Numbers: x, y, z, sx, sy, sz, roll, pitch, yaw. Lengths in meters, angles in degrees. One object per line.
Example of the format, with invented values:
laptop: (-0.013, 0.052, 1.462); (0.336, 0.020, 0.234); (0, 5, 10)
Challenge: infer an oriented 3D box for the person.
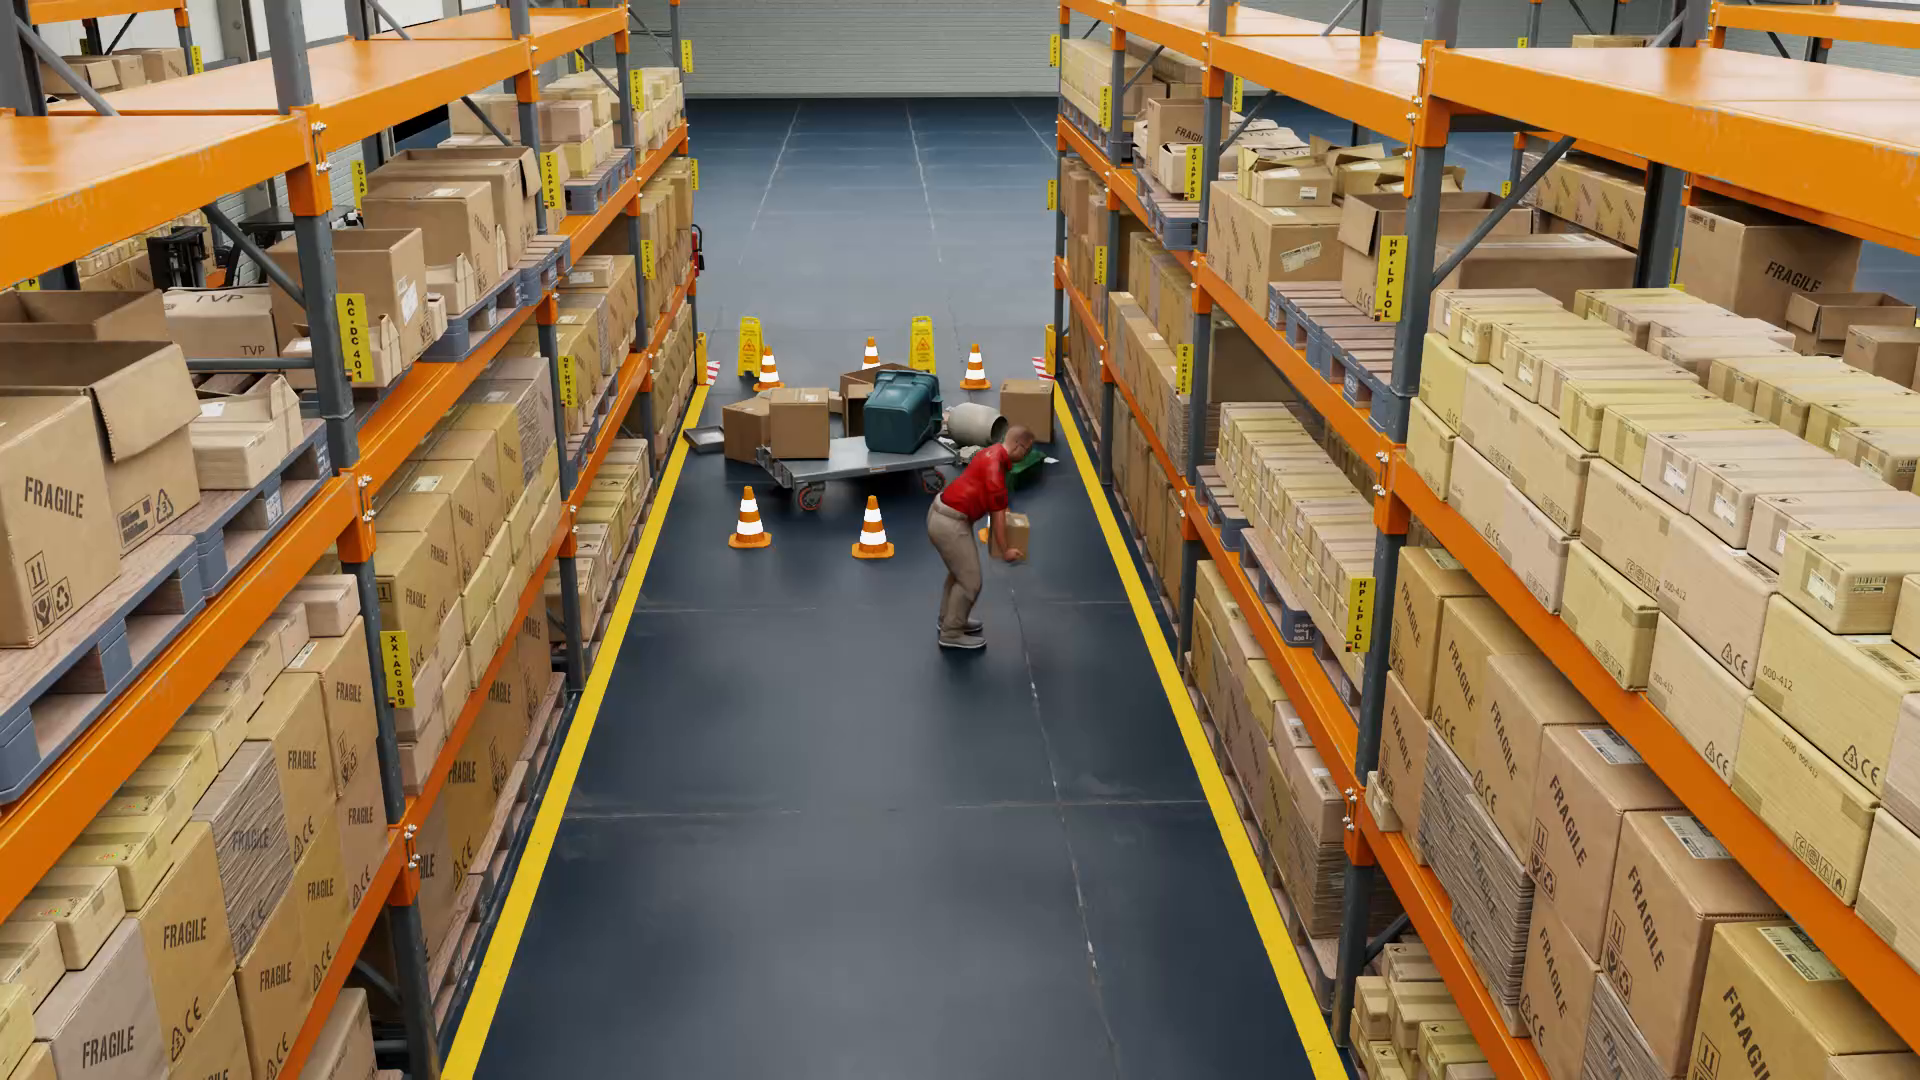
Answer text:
person: (0.138, -0.037, 11.473); (0.733, 1.548, 0.485); (-2, 20, -4)
